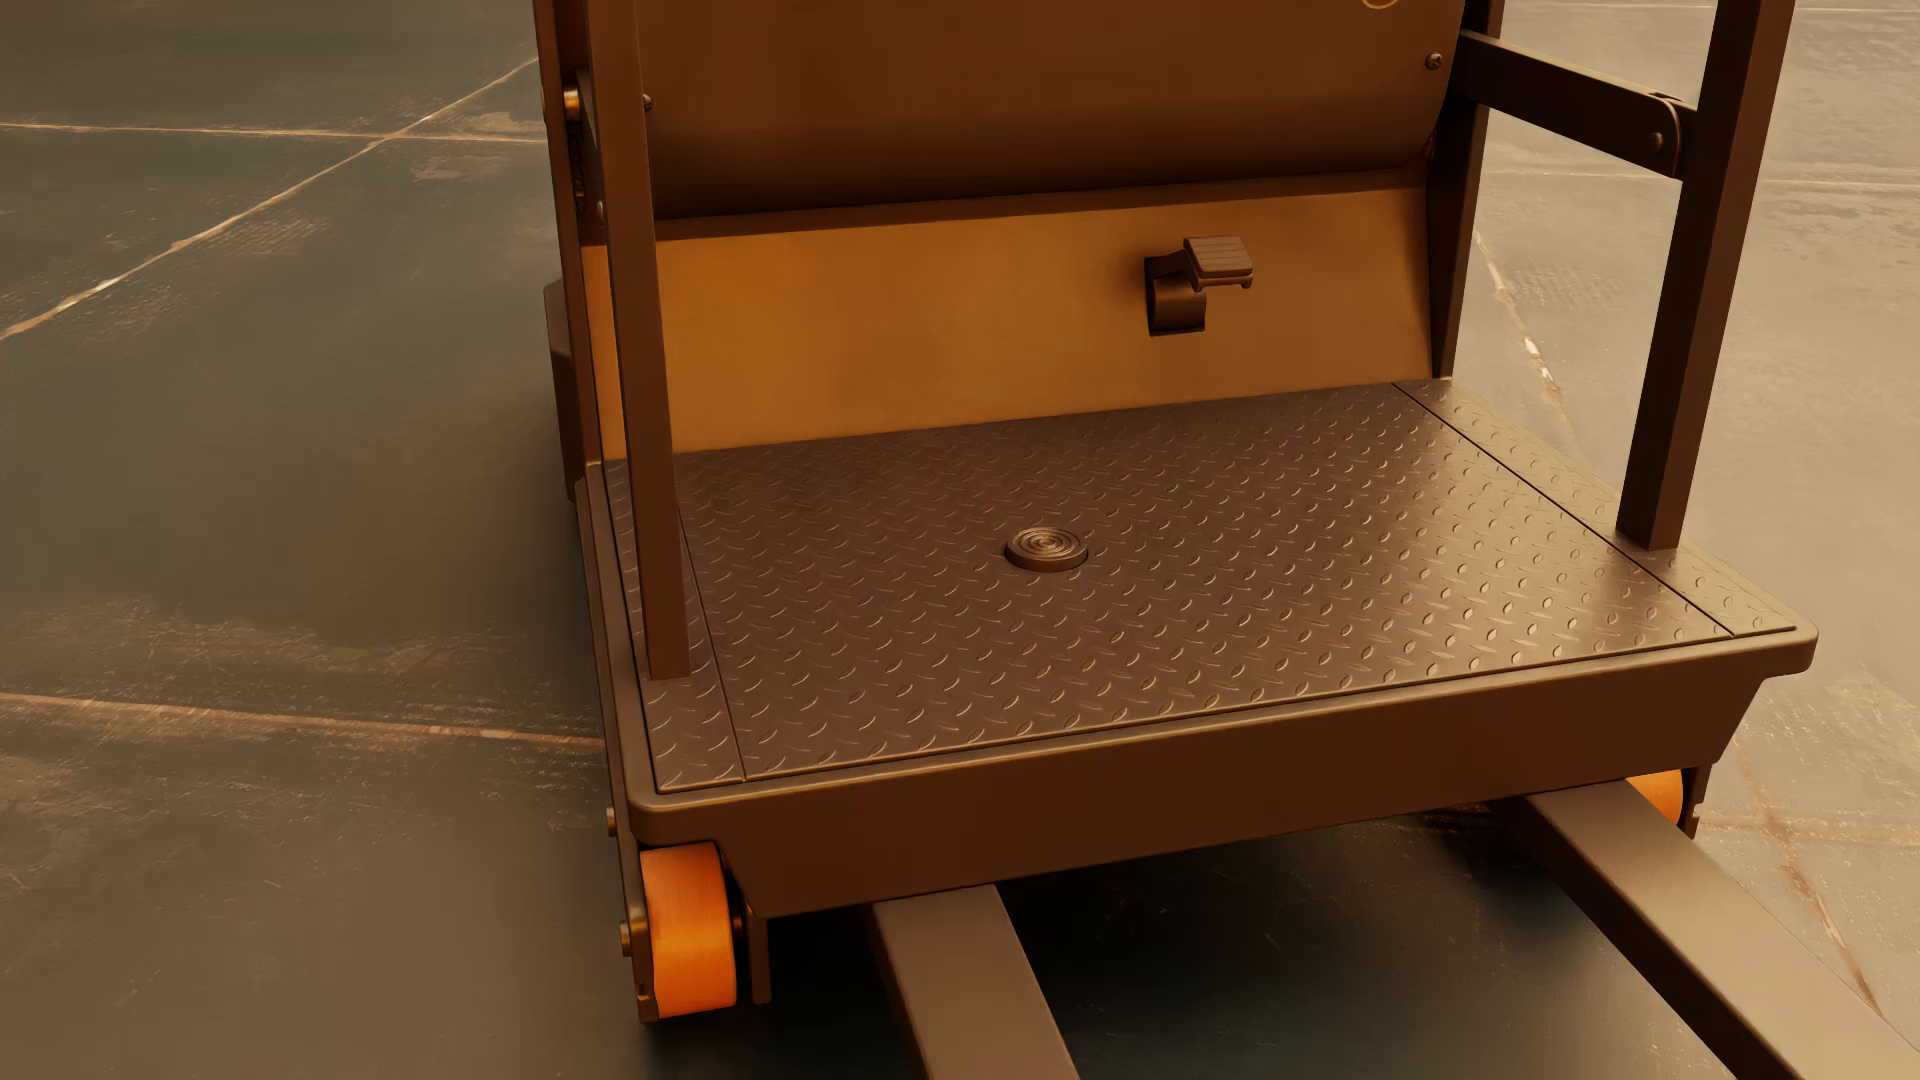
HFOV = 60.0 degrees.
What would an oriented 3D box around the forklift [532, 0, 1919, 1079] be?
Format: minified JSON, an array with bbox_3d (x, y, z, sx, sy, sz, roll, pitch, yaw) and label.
[{"bbox_3d":[0.153,-1.049,1.319,1.130,2.935,3.031,-7,27,-13],"label":"forklift"}]
